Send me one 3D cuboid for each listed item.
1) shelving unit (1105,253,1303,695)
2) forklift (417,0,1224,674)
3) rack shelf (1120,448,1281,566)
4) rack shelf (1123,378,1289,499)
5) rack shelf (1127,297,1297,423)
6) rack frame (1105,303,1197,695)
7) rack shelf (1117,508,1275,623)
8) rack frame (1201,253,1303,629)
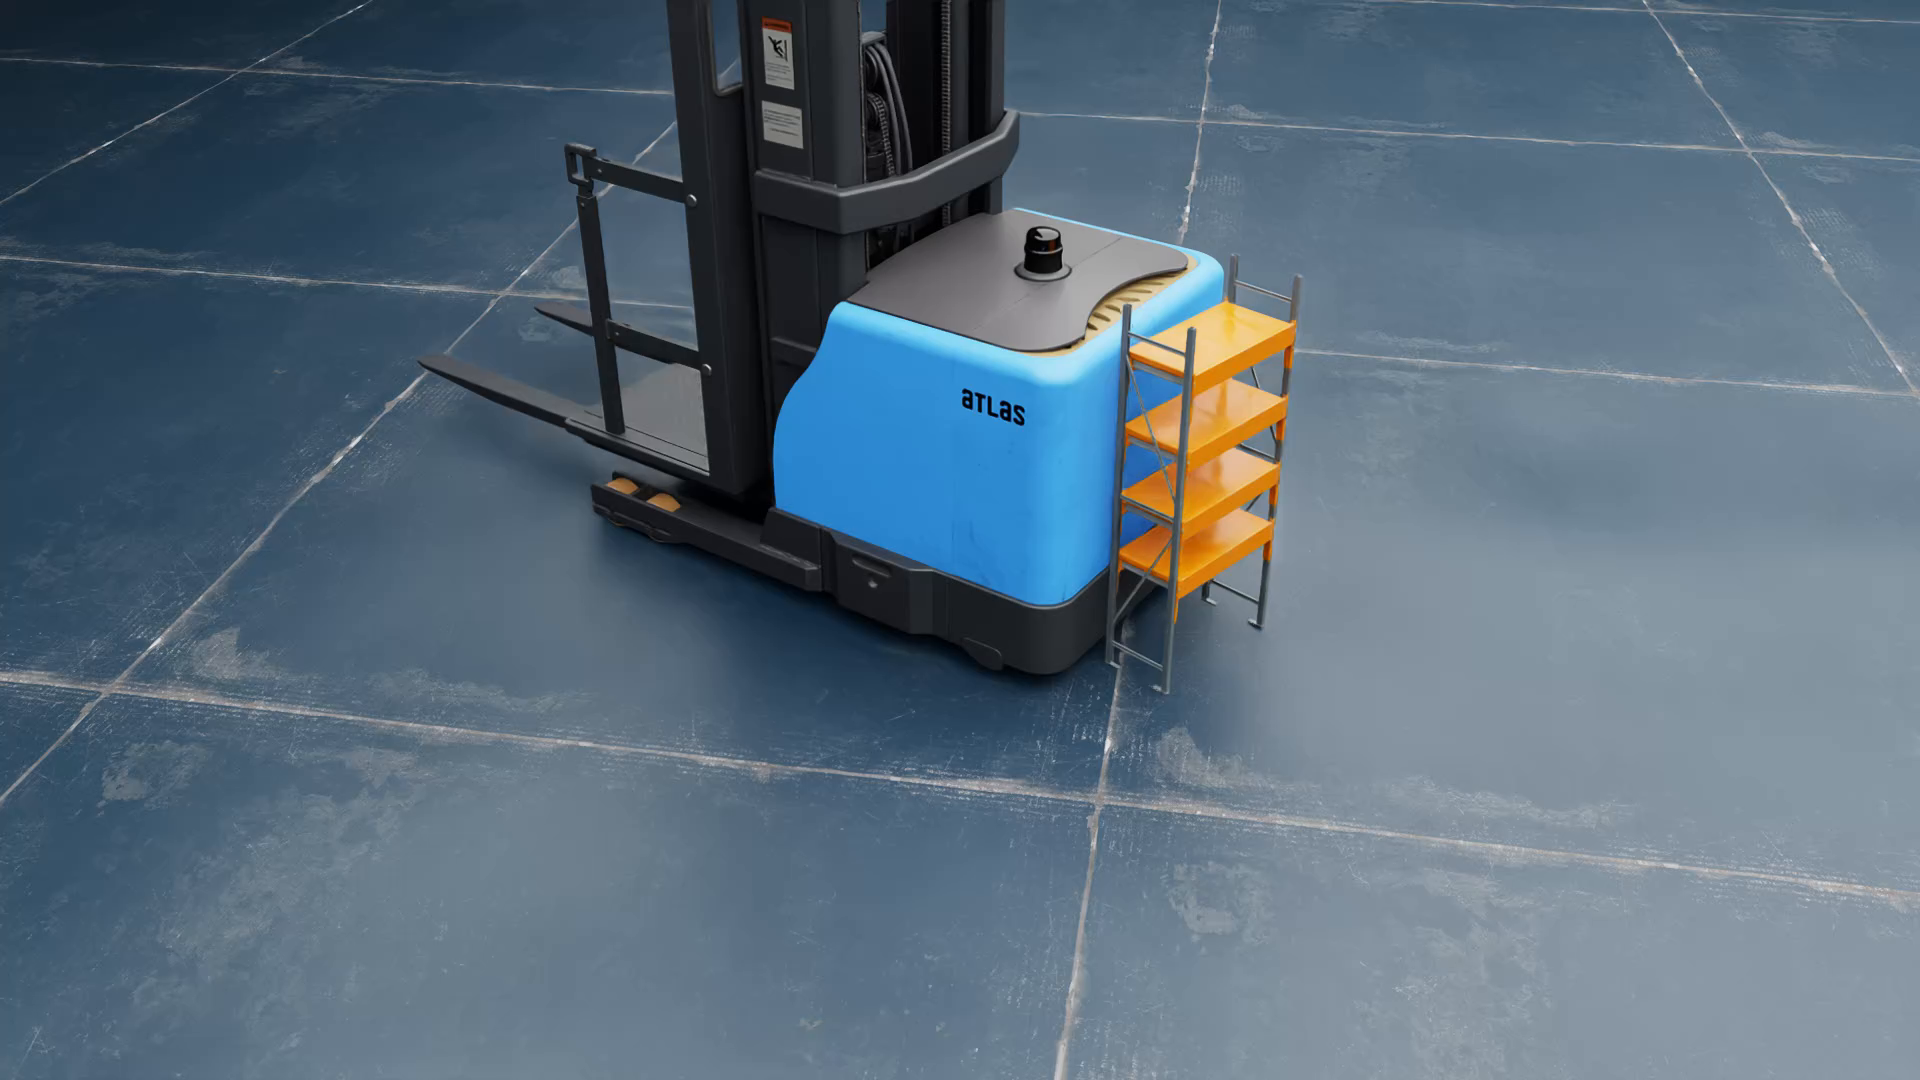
[{"bbox_3d":[0.706,-0.181,4.907,0.258,1.200,0.503,27,41,37],"label":"shelving unit"},{"bbox_3d":[-0.673,-1.442,5.291,3.031,2.935,1.130,20,37,29],"label":"forklift"},{"bbox_3d":[0.706,-0.124,4.942,0.258,0.148,0.480,27,41,37],"label":"rack shelf"},{"bbox_3d":[0.705,-0.314,4.824,0.258,0.148,0.480,27,41,37],"label":"rack shelf"},{"bbox_3d":[0.704,-0.515,4.700,0.258,0.148,0.480,27,41,37],"label":"rack shelf"},{"bbox_3d":[0.536,-0.089,4.759,0.240,1.200,0.015,27,41,37],"label":"rack frame"},{"bbox_3d":[0.707,0.045,5.047,0.258,0.148,0.480,27,41,37],"label":"rack shelf"},{"bbox_3d":[0.876,-0.274,5.055,0.240,1.200,0.015,27,41,37],"label":"rack frame"}]
